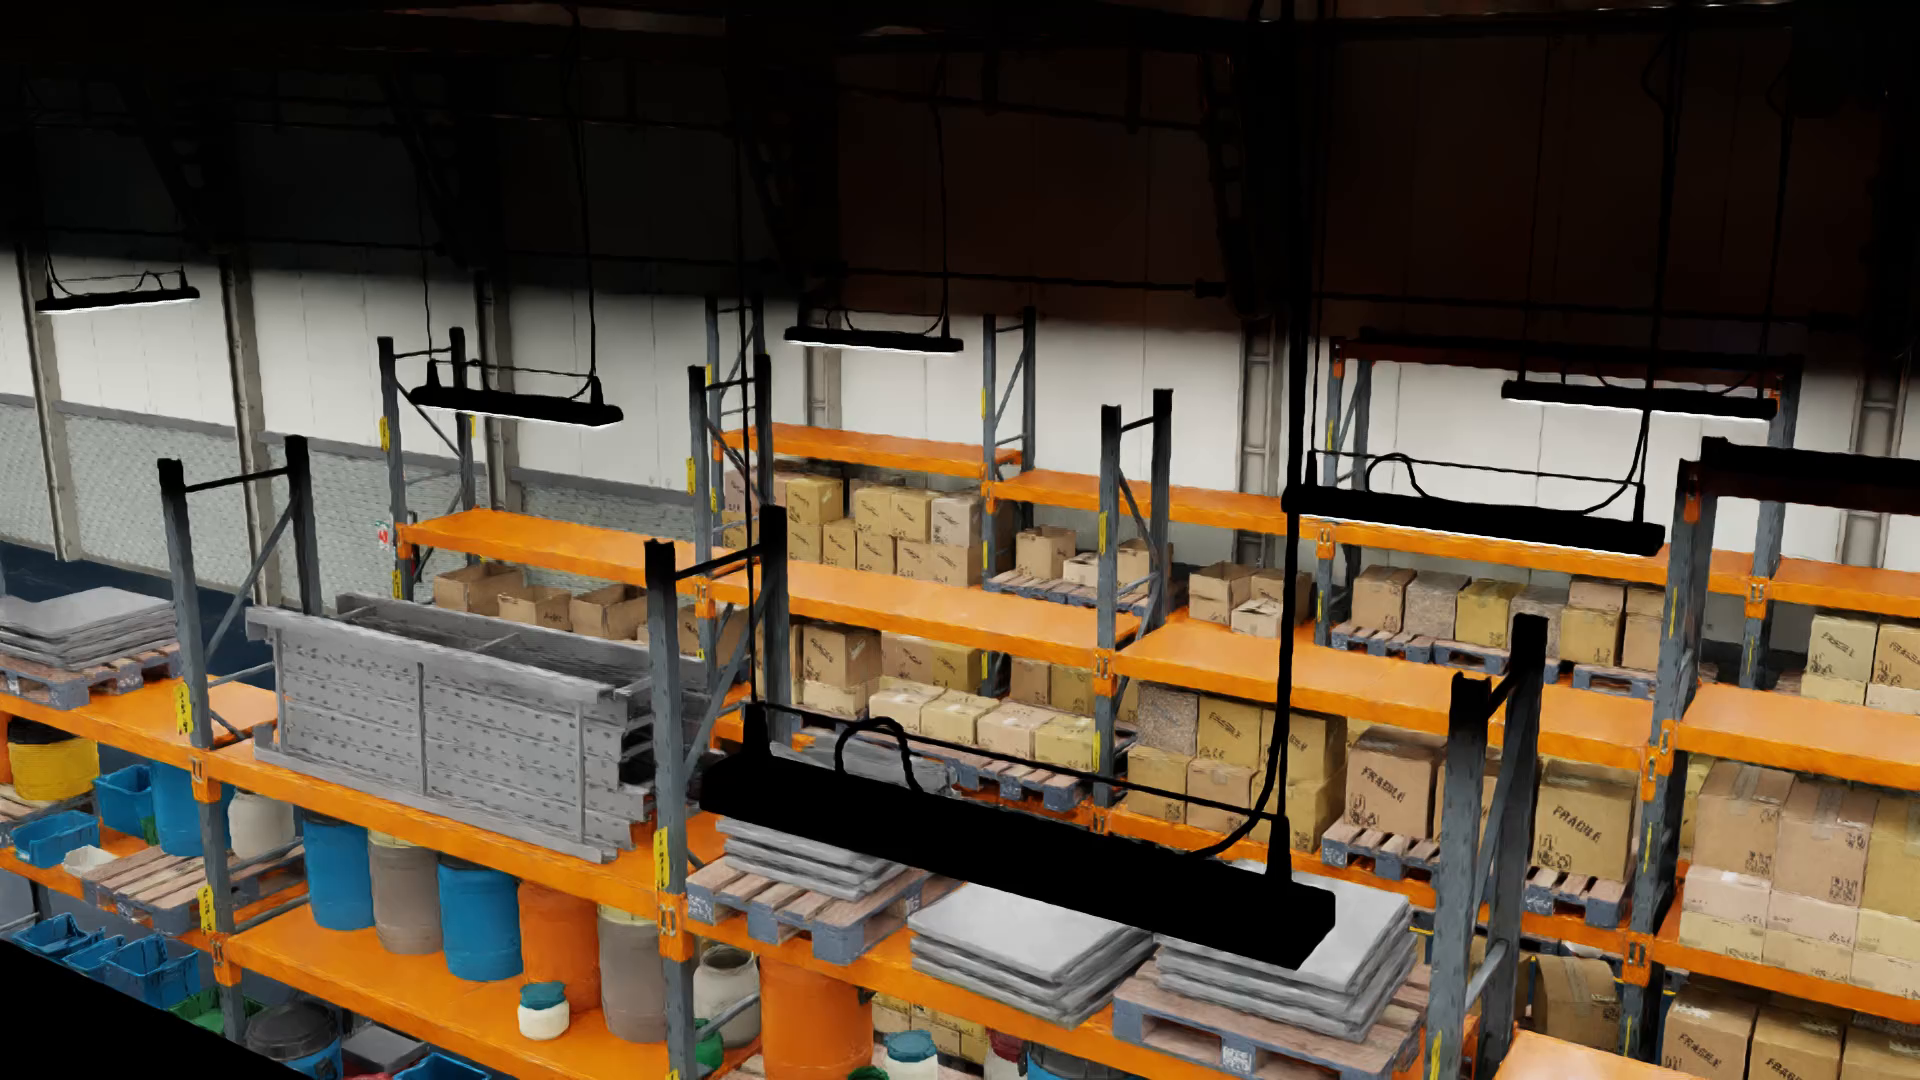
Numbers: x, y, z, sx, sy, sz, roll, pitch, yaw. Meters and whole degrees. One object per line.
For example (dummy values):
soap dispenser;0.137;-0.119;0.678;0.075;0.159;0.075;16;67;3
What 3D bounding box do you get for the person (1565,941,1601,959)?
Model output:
person;5.048;3.997;13.455;1.117;1.709;0.553;9;17;33
